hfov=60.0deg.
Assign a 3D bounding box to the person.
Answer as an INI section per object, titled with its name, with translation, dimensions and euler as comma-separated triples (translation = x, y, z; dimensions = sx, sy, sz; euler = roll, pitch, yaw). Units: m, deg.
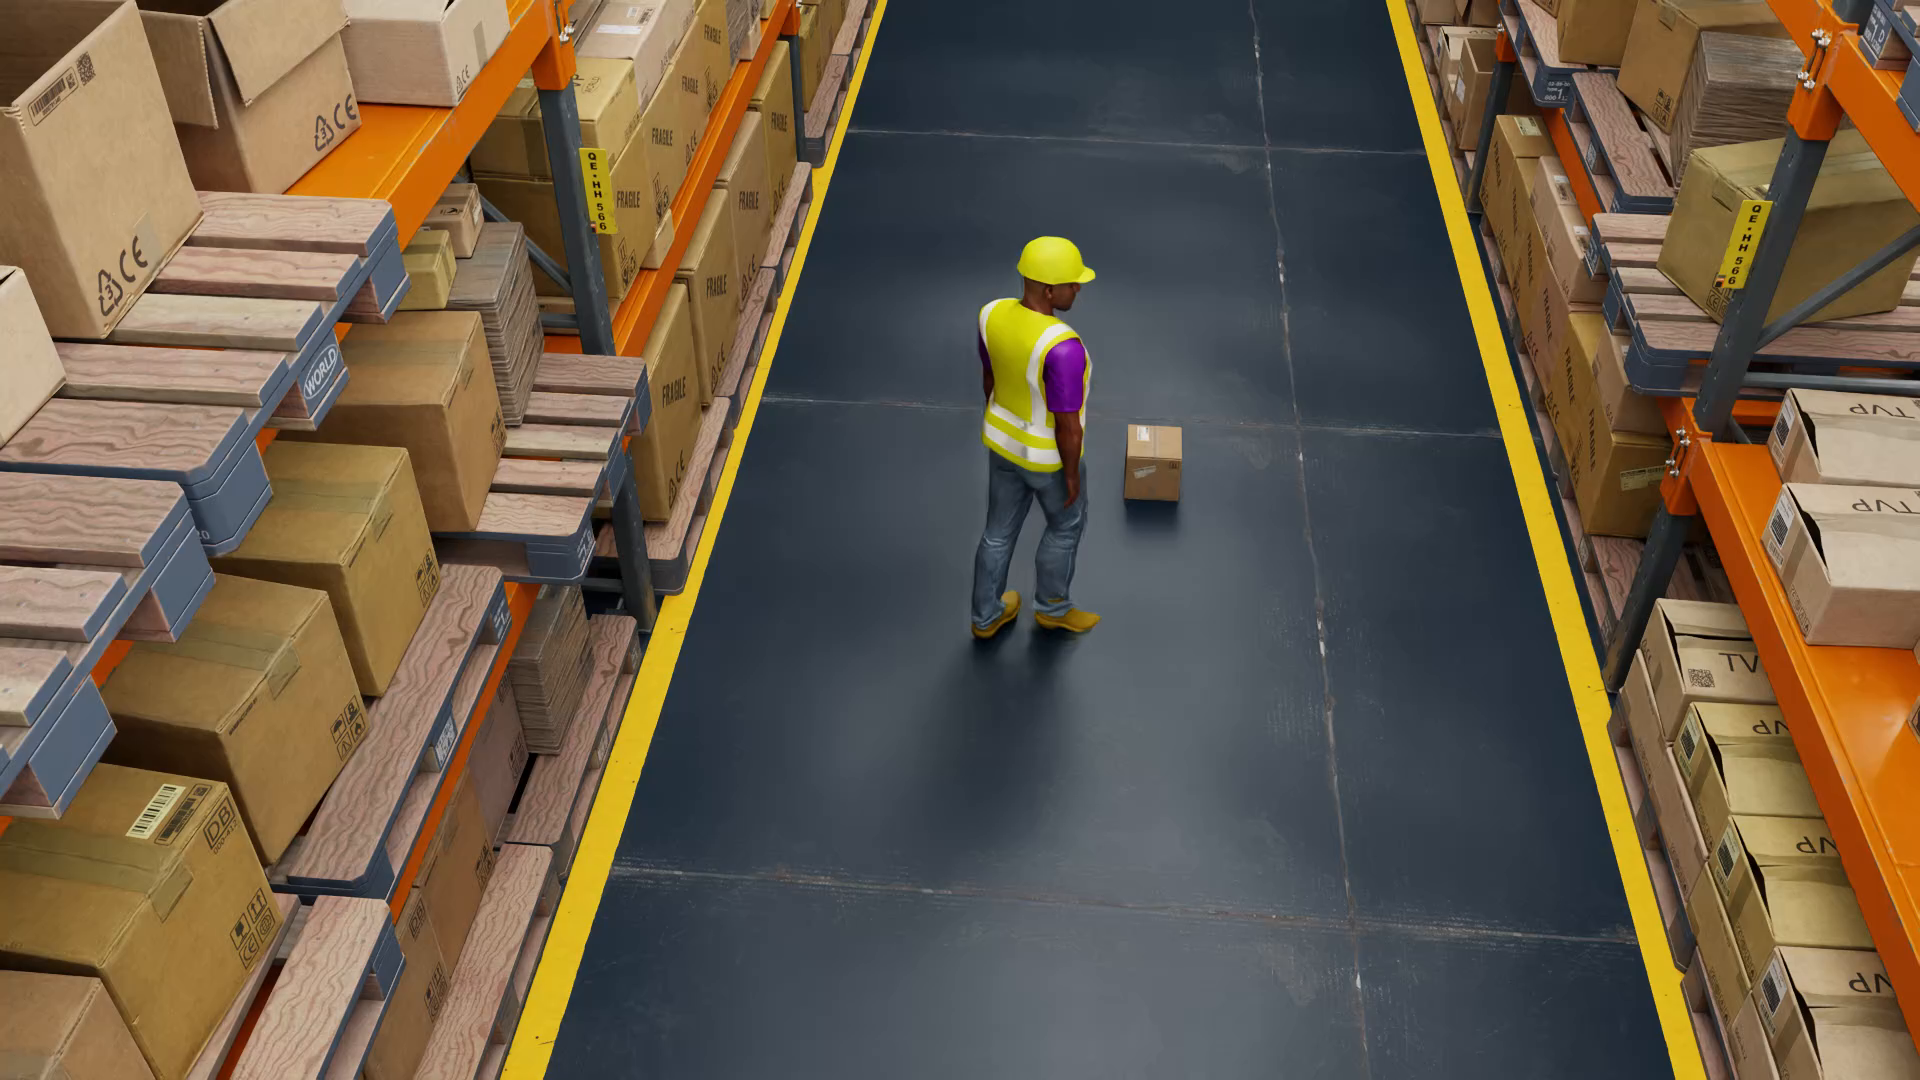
[person]
translation = 0.253, -0.338, 6.560
dimensions = 0.534, 1.818, 0.595
euler = -32, 49, -32
